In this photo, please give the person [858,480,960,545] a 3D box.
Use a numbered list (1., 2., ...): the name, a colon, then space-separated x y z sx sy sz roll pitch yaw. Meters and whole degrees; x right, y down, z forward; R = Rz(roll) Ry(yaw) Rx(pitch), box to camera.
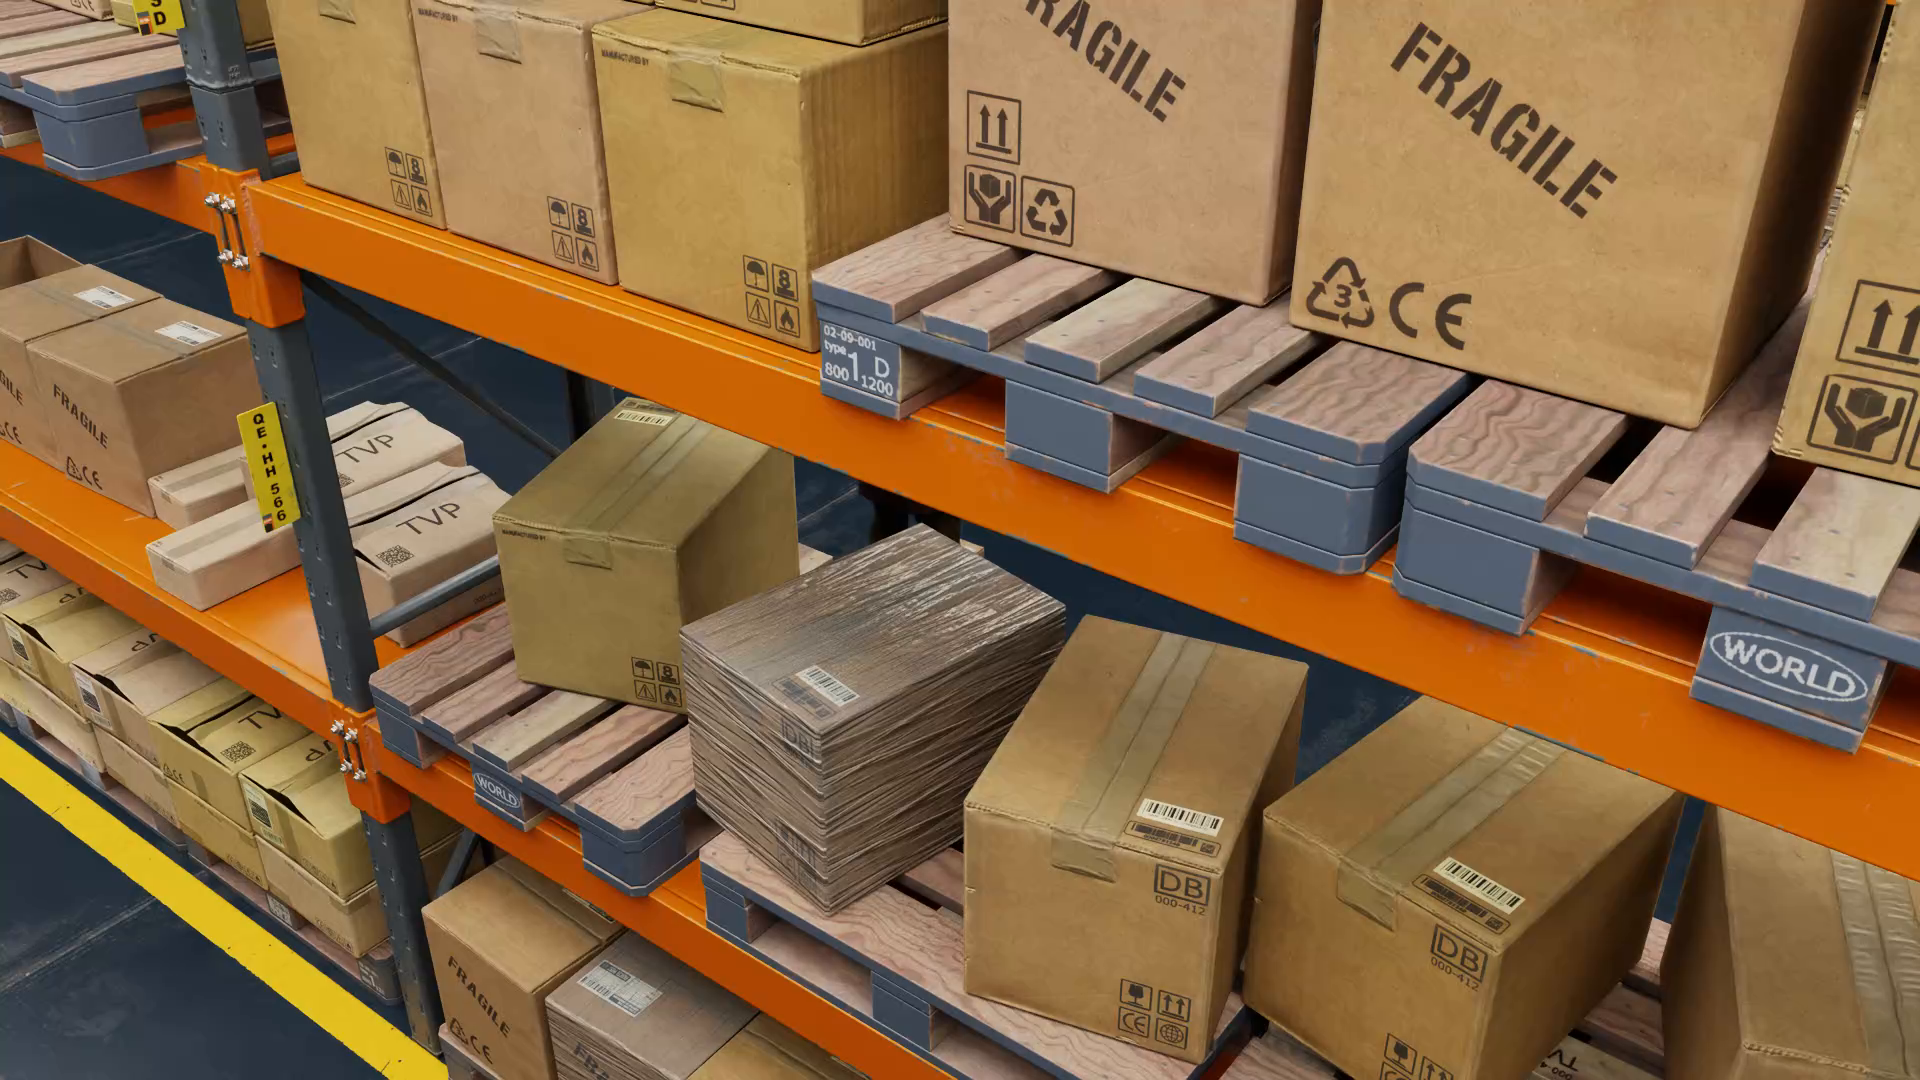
1. person: -0.220 -0.403 6.833 0.647 1.772 0.429 19 35 29
